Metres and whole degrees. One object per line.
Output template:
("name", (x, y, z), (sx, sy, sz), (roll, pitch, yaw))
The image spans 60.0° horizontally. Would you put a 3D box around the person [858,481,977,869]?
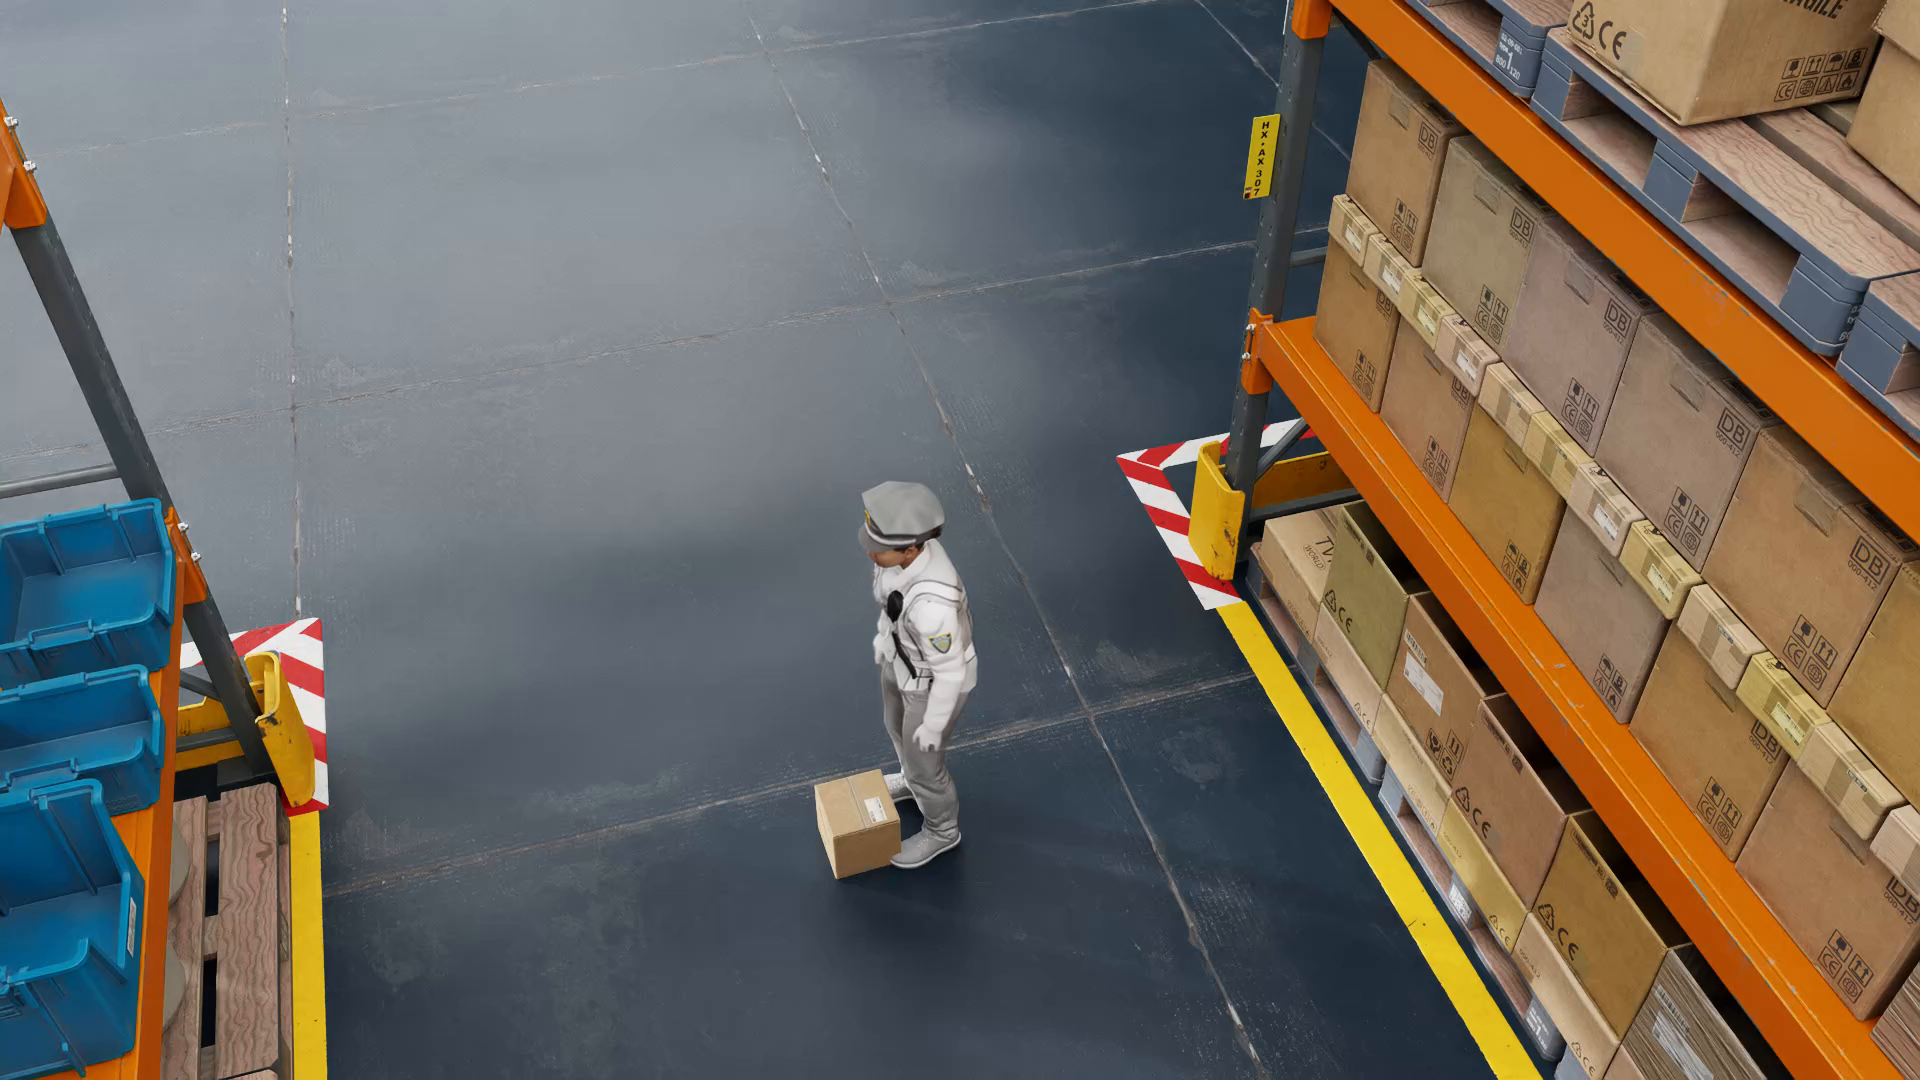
("person", (-0.142, 0.467, 5.646), (0.369, 1.667, 0.546), (-14, 44, -15))
